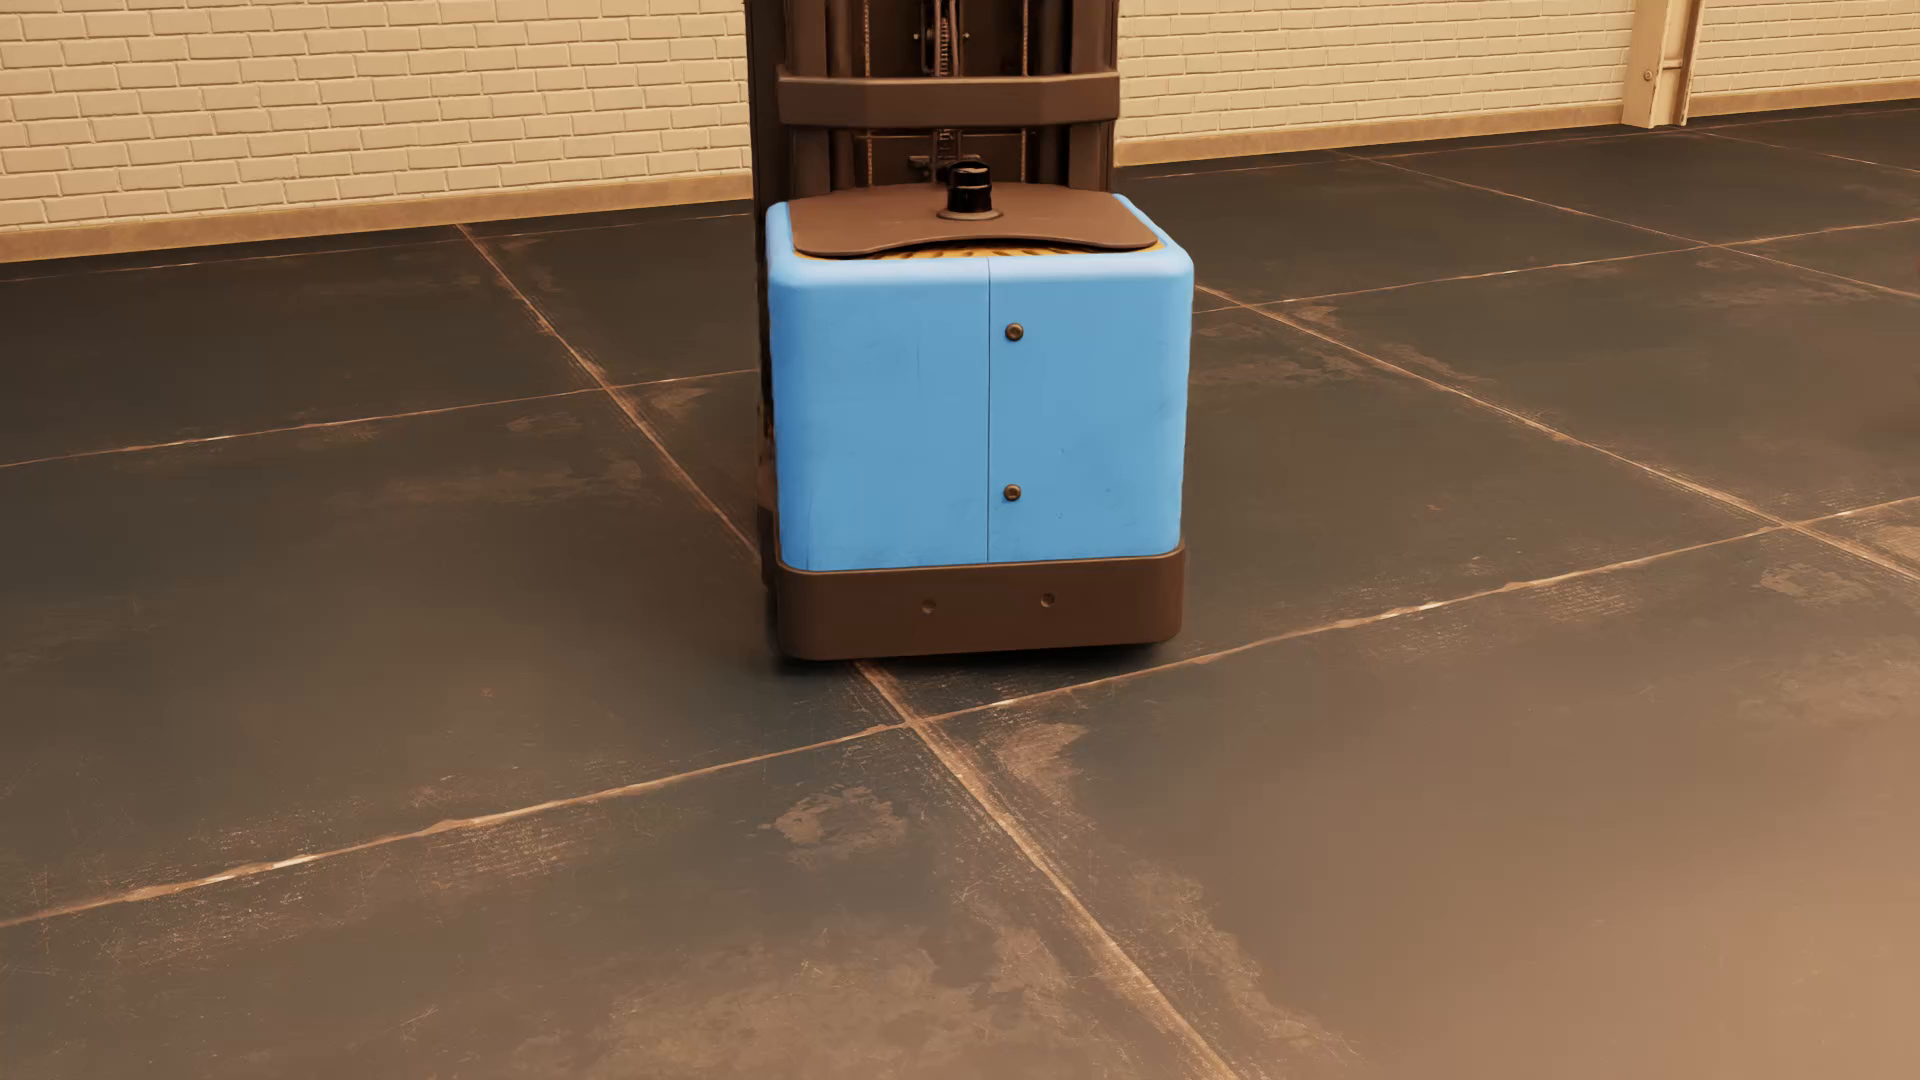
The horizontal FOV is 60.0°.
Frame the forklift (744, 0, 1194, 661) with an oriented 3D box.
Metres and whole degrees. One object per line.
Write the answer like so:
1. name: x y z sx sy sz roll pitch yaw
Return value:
1. forklift: -0.112 -1.579 5.086 1.130 2.935 3.031 -3 23 -6
